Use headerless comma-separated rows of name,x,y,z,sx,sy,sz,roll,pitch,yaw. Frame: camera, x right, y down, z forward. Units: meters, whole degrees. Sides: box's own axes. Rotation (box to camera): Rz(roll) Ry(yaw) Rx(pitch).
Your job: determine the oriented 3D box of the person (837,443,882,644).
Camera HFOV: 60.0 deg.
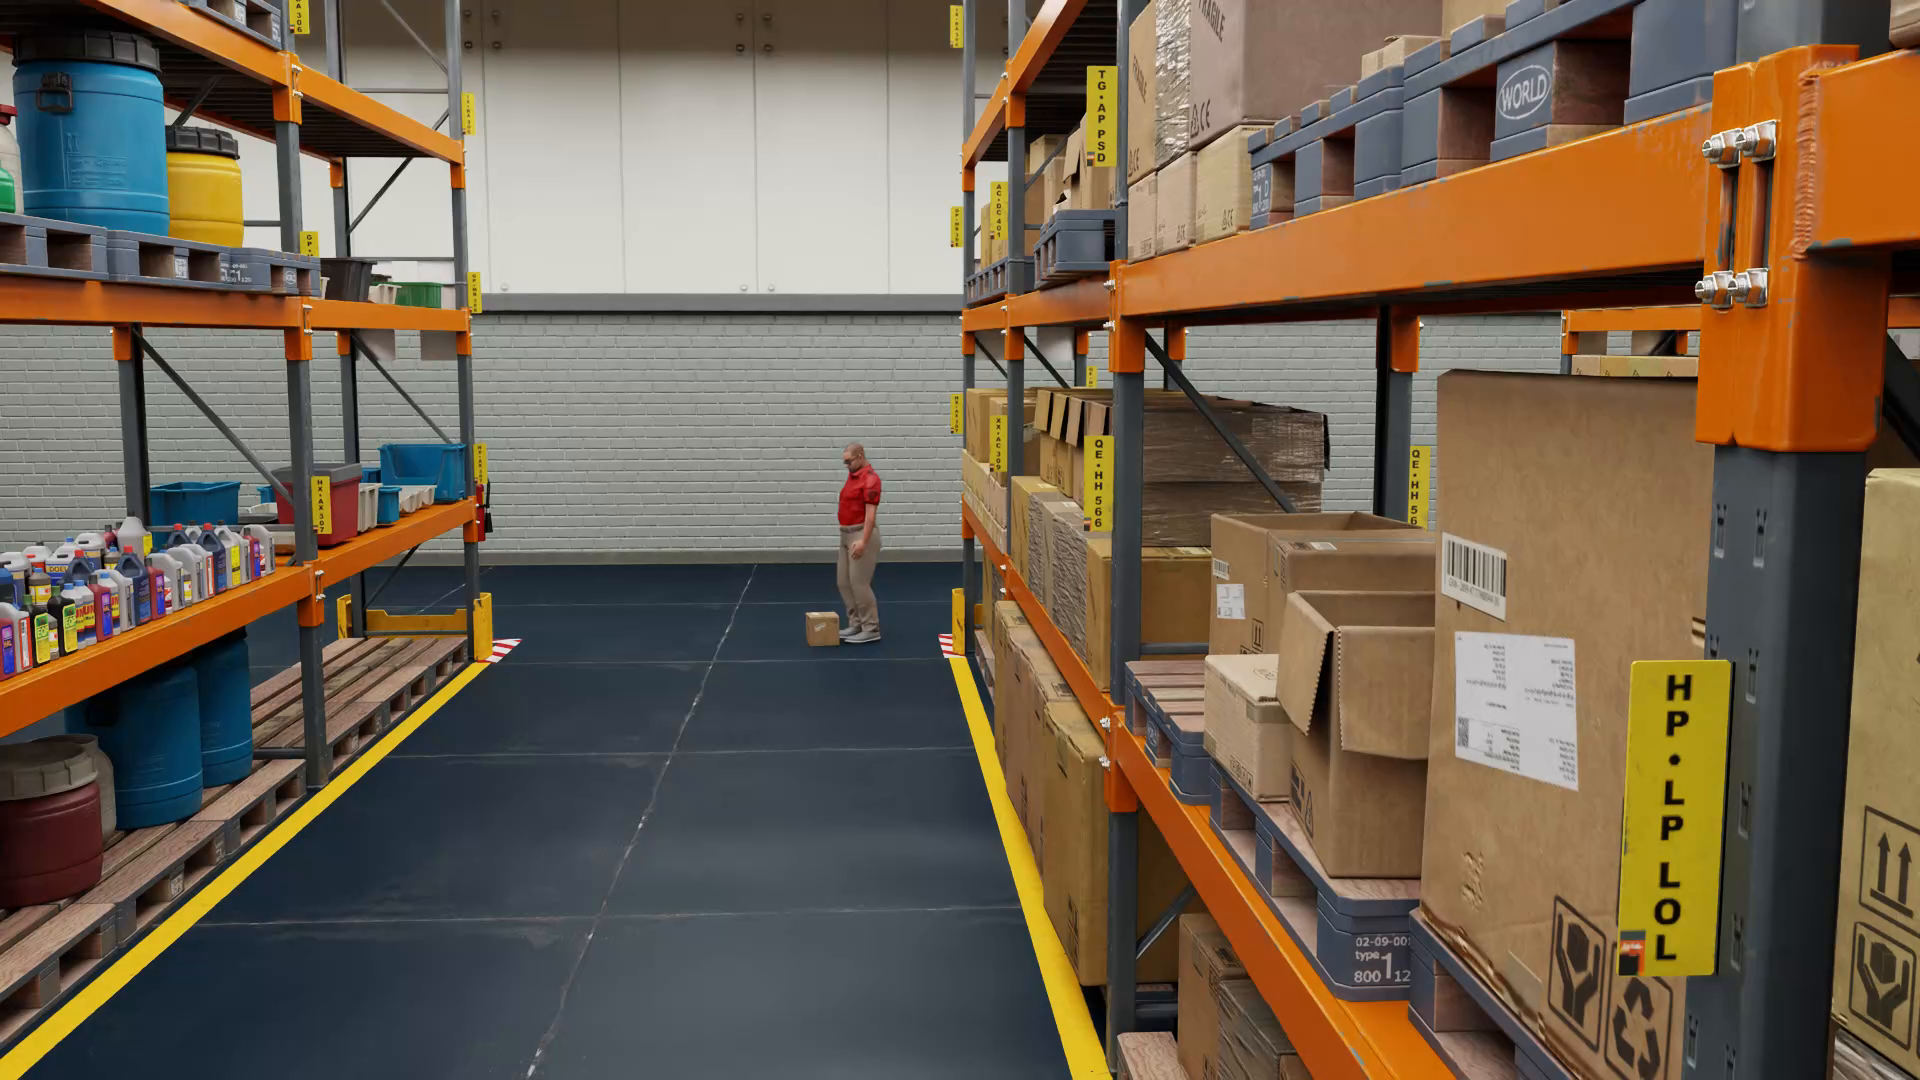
person,-0.866,0.020,14.253,0.366,1.712,0.538,-3,8,-25
